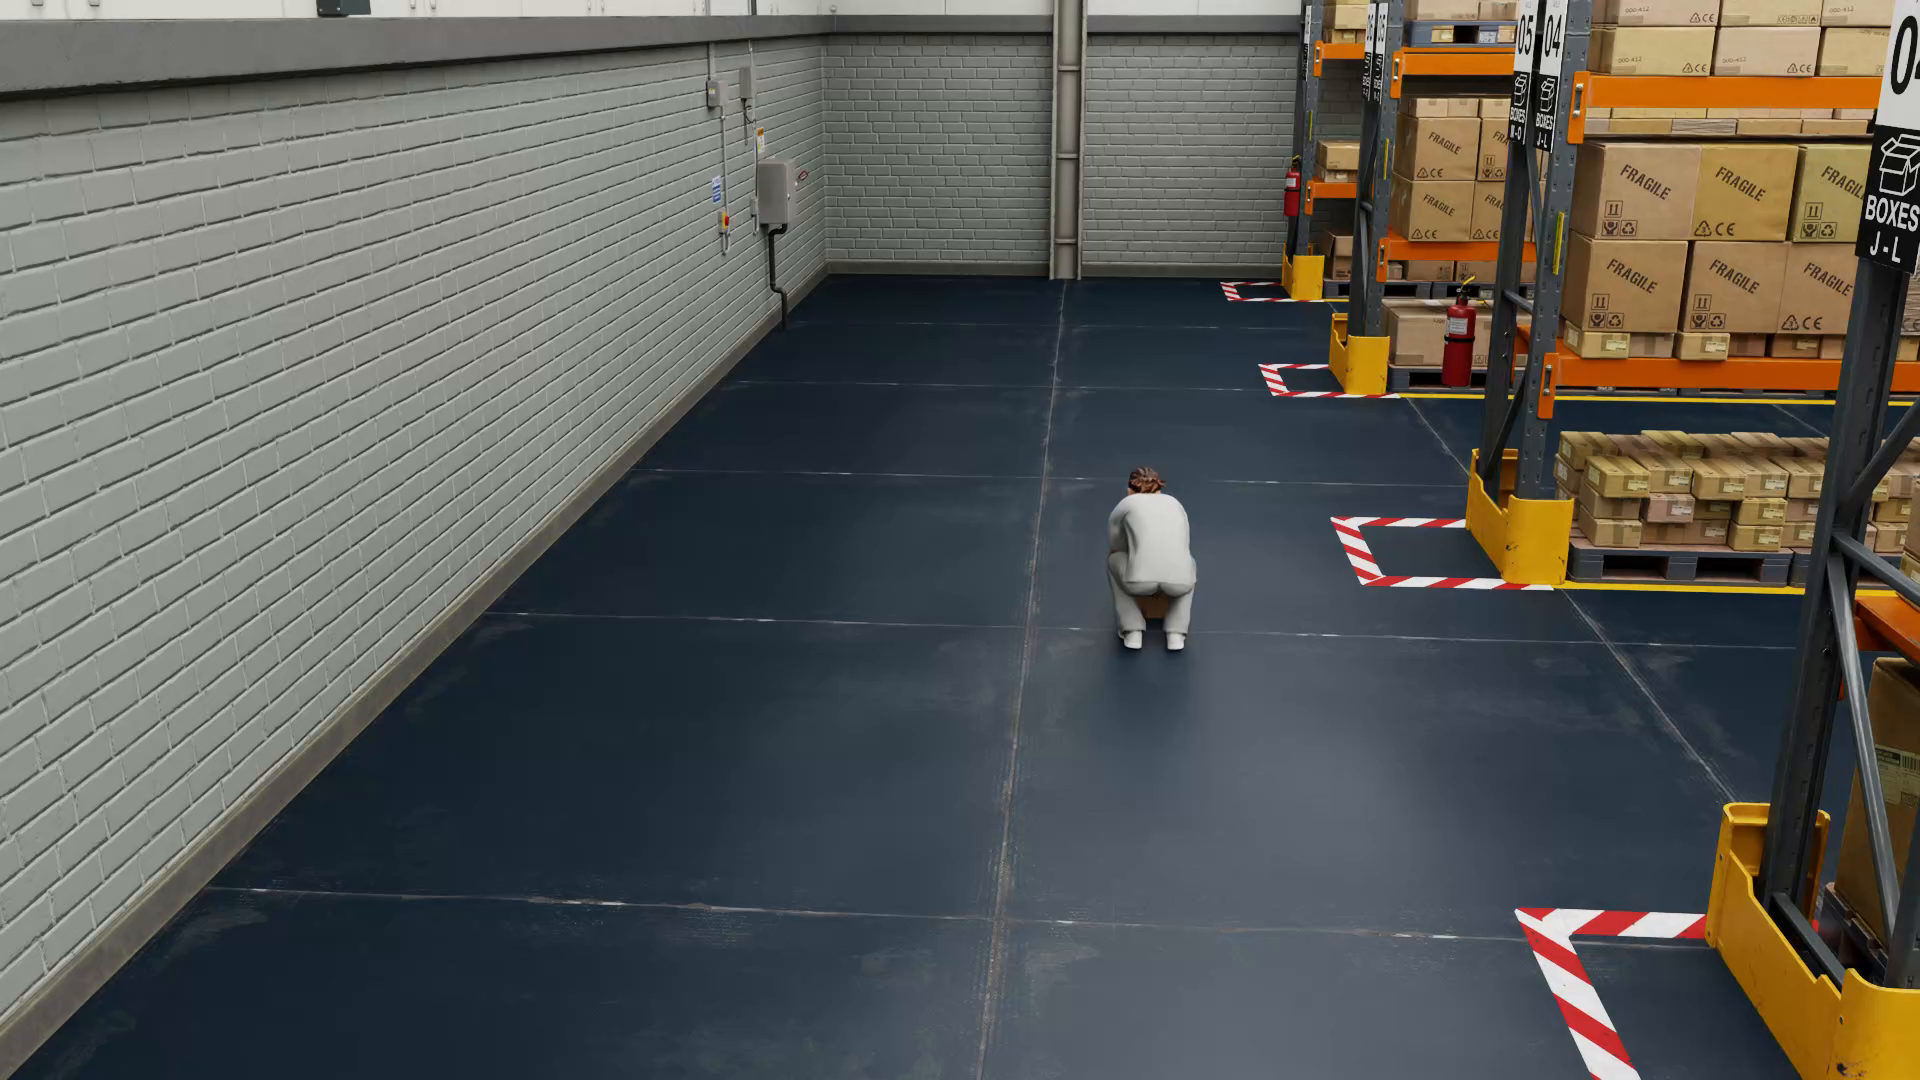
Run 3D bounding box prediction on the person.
[{"bbox_3d":[1.002,-0.276,8.443,0.437,1.662,0.561,1,18,5],"label":"person"}]
